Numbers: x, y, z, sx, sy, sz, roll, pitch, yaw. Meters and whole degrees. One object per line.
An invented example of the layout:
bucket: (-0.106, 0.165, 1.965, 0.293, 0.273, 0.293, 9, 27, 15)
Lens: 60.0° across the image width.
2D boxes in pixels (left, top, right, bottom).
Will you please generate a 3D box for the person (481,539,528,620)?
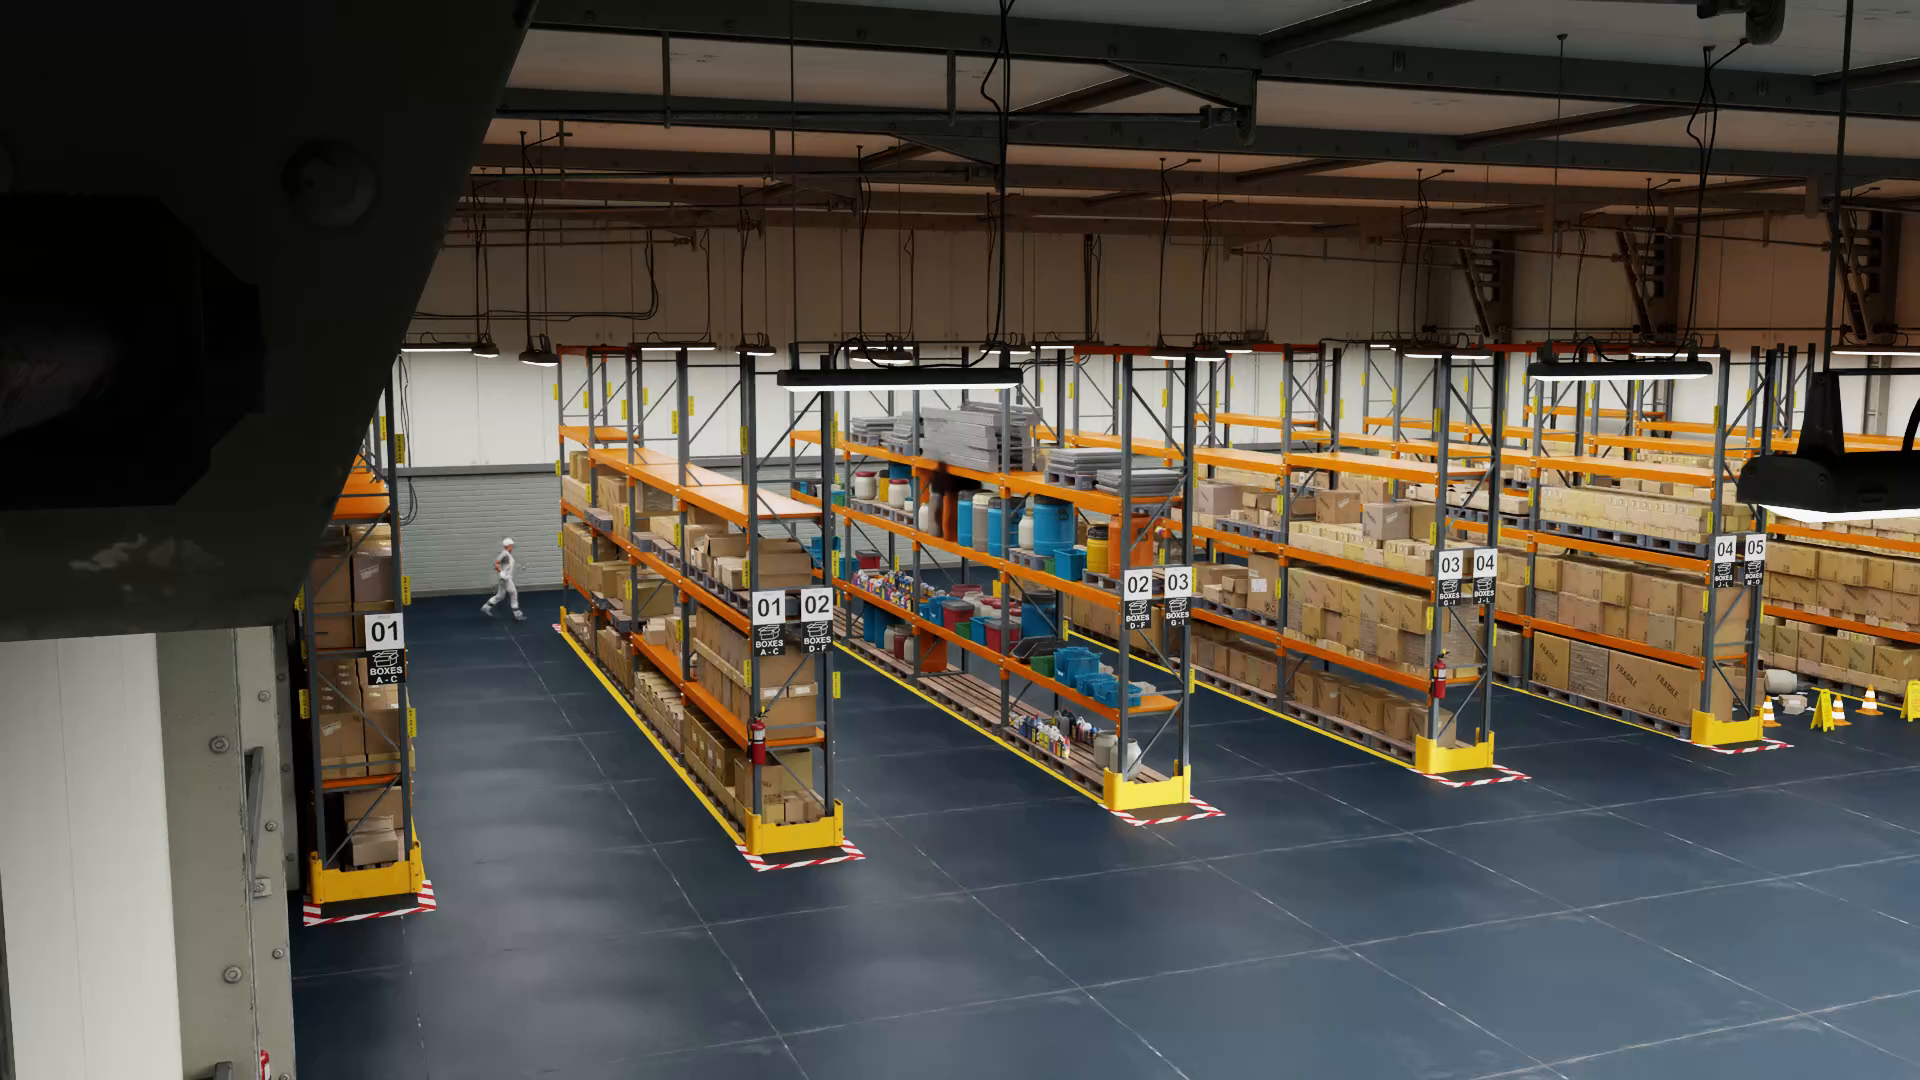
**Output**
person: (-9.913, 0.860, 36.102, 1.001, 1.790, 0.615, -2, 8, -15)

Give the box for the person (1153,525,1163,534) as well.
person: (4.717, 0.269, 41.080, 0.719, 1.805, 0.687, 2, 7, 13)

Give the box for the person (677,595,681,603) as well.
person: (-5.918, 0.707, 37.928, 1.109, 1.580, 0.725, 1, 7, 5)
